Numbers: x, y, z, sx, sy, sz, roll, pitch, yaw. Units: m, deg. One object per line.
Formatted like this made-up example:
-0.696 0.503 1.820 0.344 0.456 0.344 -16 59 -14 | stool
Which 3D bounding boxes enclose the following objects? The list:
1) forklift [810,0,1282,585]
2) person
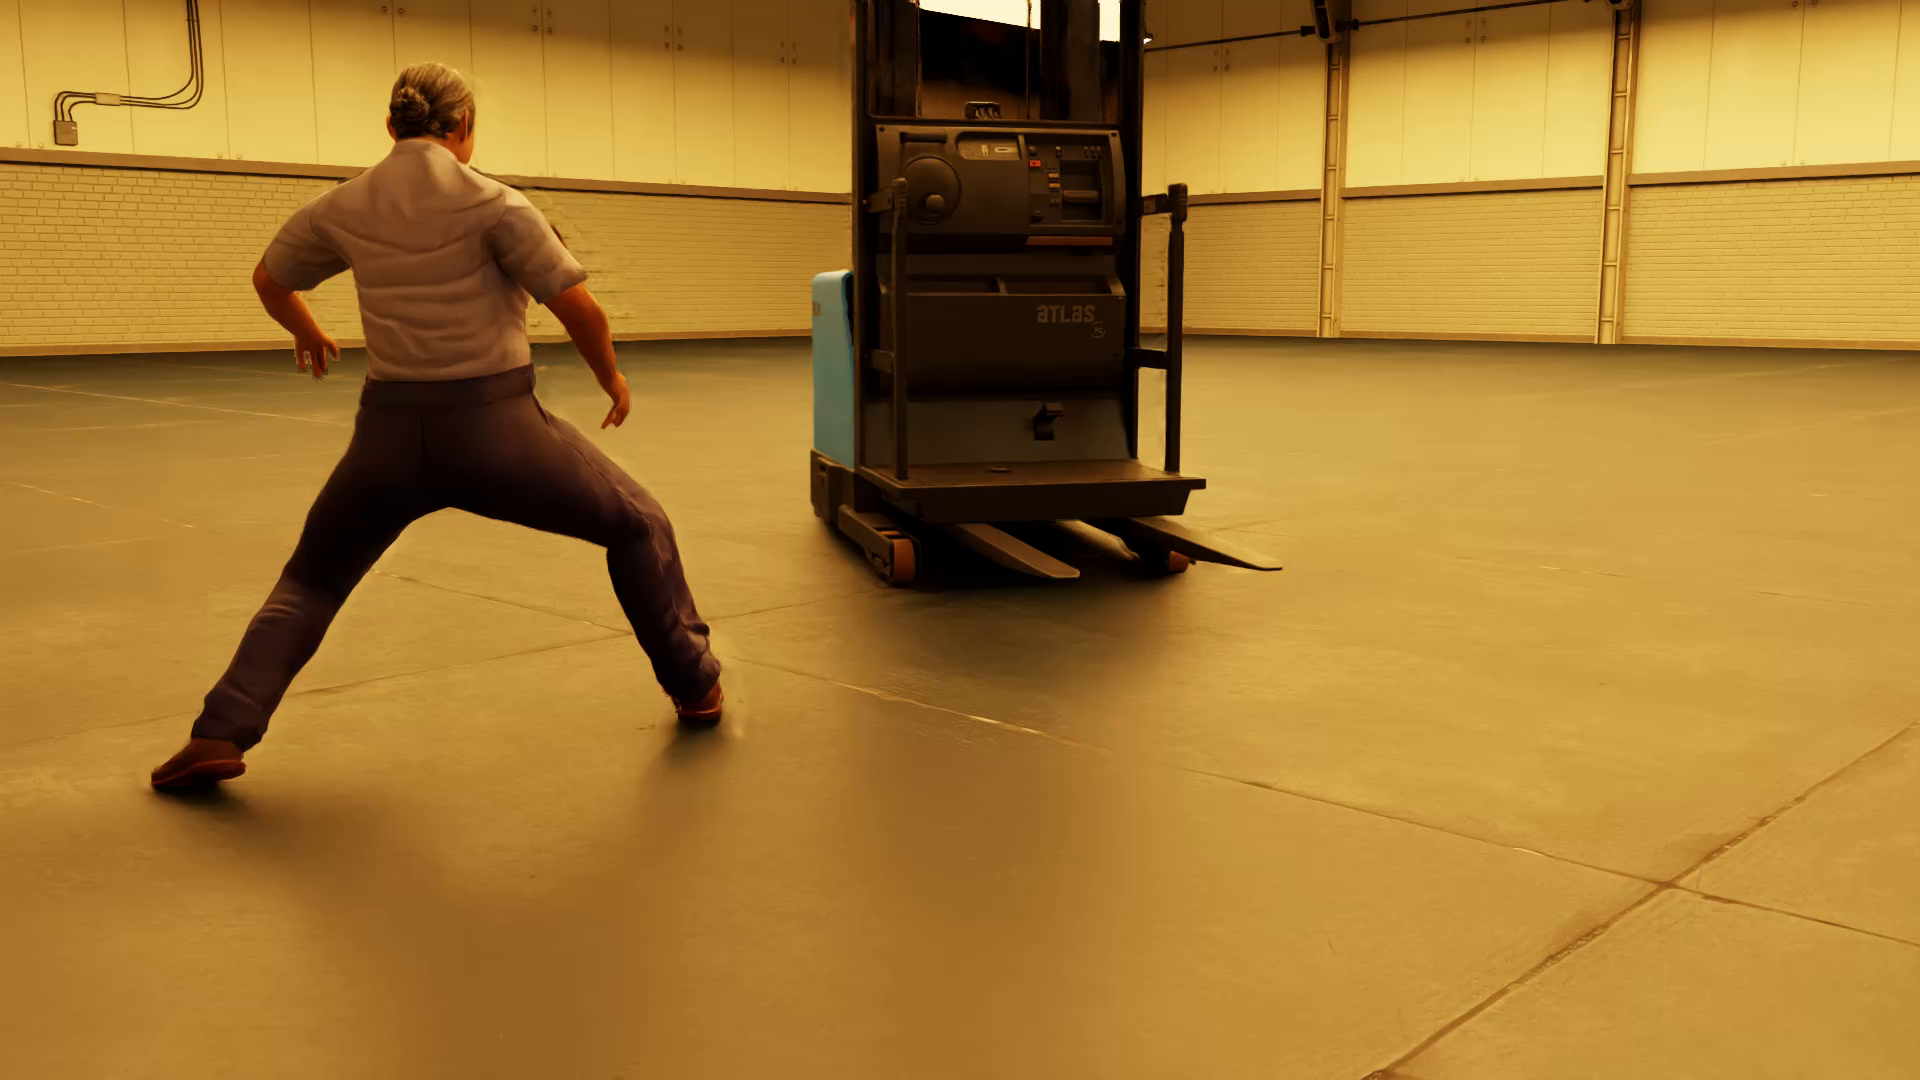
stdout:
0.207 -1.356 5.876 1.130 2.935 3.031 -2 9 -14 | forklift
-1.112 -0.254 3.611 1.058 1.501 0.931 1 9 8 | person
